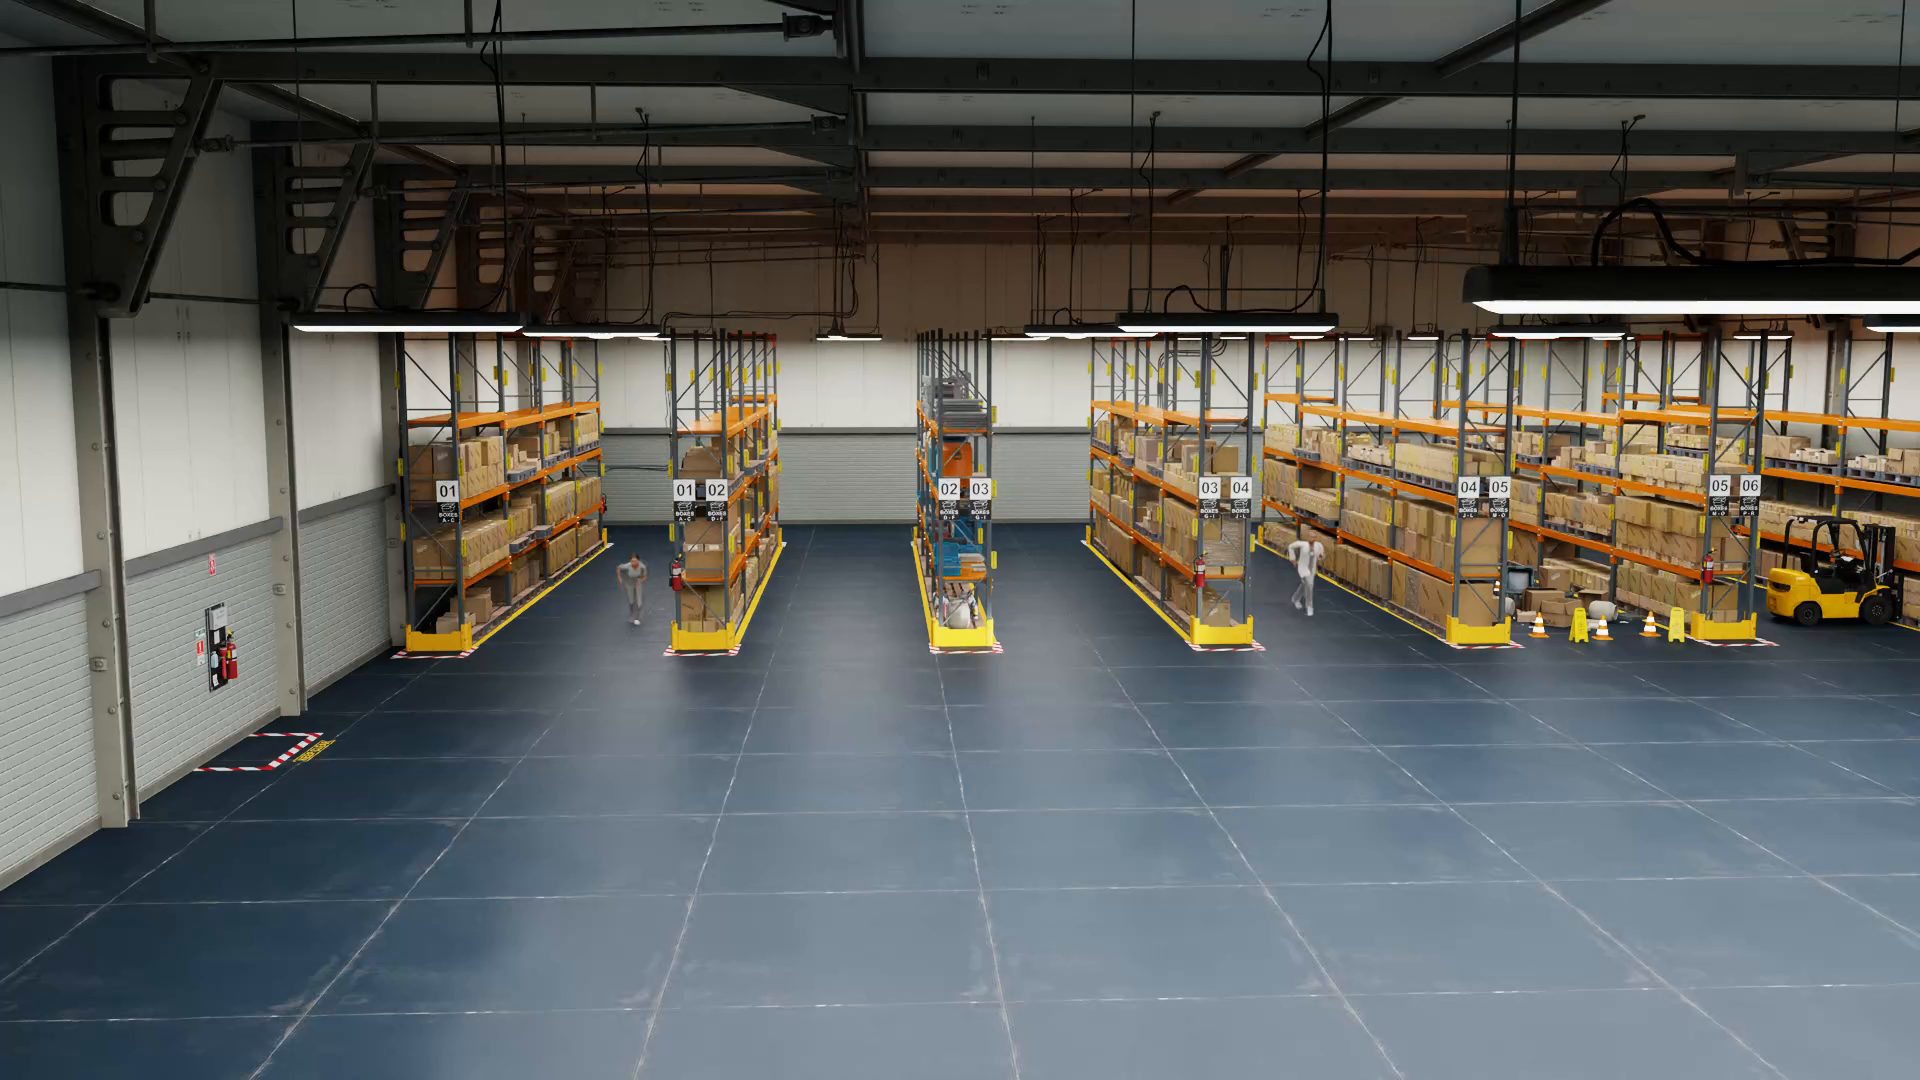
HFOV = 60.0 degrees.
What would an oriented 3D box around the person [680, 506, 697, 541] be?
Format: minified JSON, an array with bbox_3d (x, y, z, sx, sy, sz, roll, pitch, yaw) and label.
[{"bbox_3d":[-7.171,-0.308,44.166,0.676,1.704,0.764,0,7,-1],"label":"person"}]

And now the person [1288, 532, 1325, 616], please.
[{"bbox_3d":[7.373,0.687,35.500,0.697,1.793,1.035,-3,7,-21],"label":"person"}]

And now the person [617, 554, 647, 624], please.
[{"bbox_3d":[-6.665,1.002,33.815,0.589,1.501,0.815,-2,7,-15],"label":"person"}]
